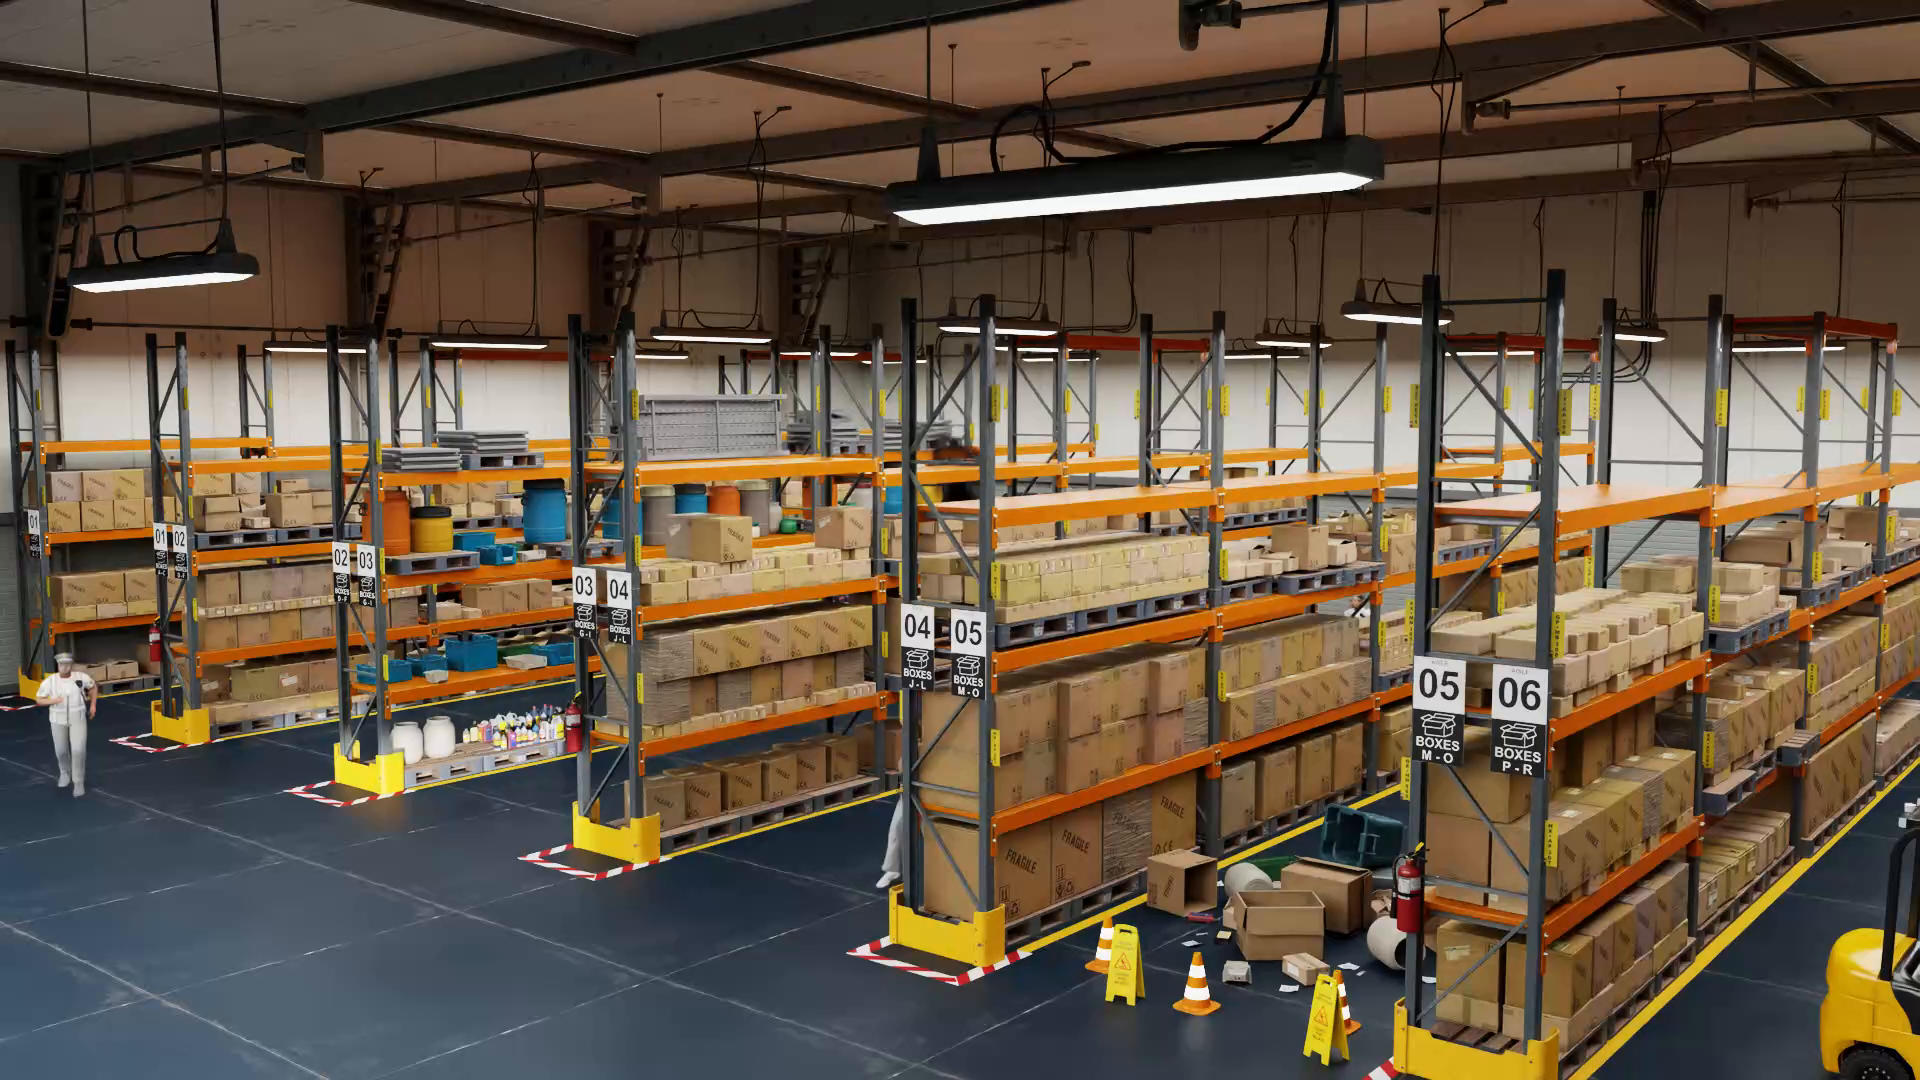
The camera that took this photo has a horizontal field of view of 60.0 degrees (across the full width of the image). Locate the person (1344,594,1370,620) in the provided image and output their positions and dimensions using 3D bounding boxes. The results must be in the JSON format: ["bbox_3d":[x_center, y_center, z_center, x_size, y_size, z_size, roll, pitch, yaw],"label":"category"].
[{"bbox_3d":[6.963,1.733,29.123,0.641,1.635,0.596,3,6,28],"label":"person"}]

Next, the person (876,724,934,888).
[{"bbox_3d":[-0.433,2.763,17.600,0.536,1.674,1.125,4,7,40],"label":"person"}]

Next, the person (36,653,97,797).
[{"bbox_3d":[-11.492,2.349,21.416,0.687,1.841,0.835,-3,6,-26],"label":"person"}]
